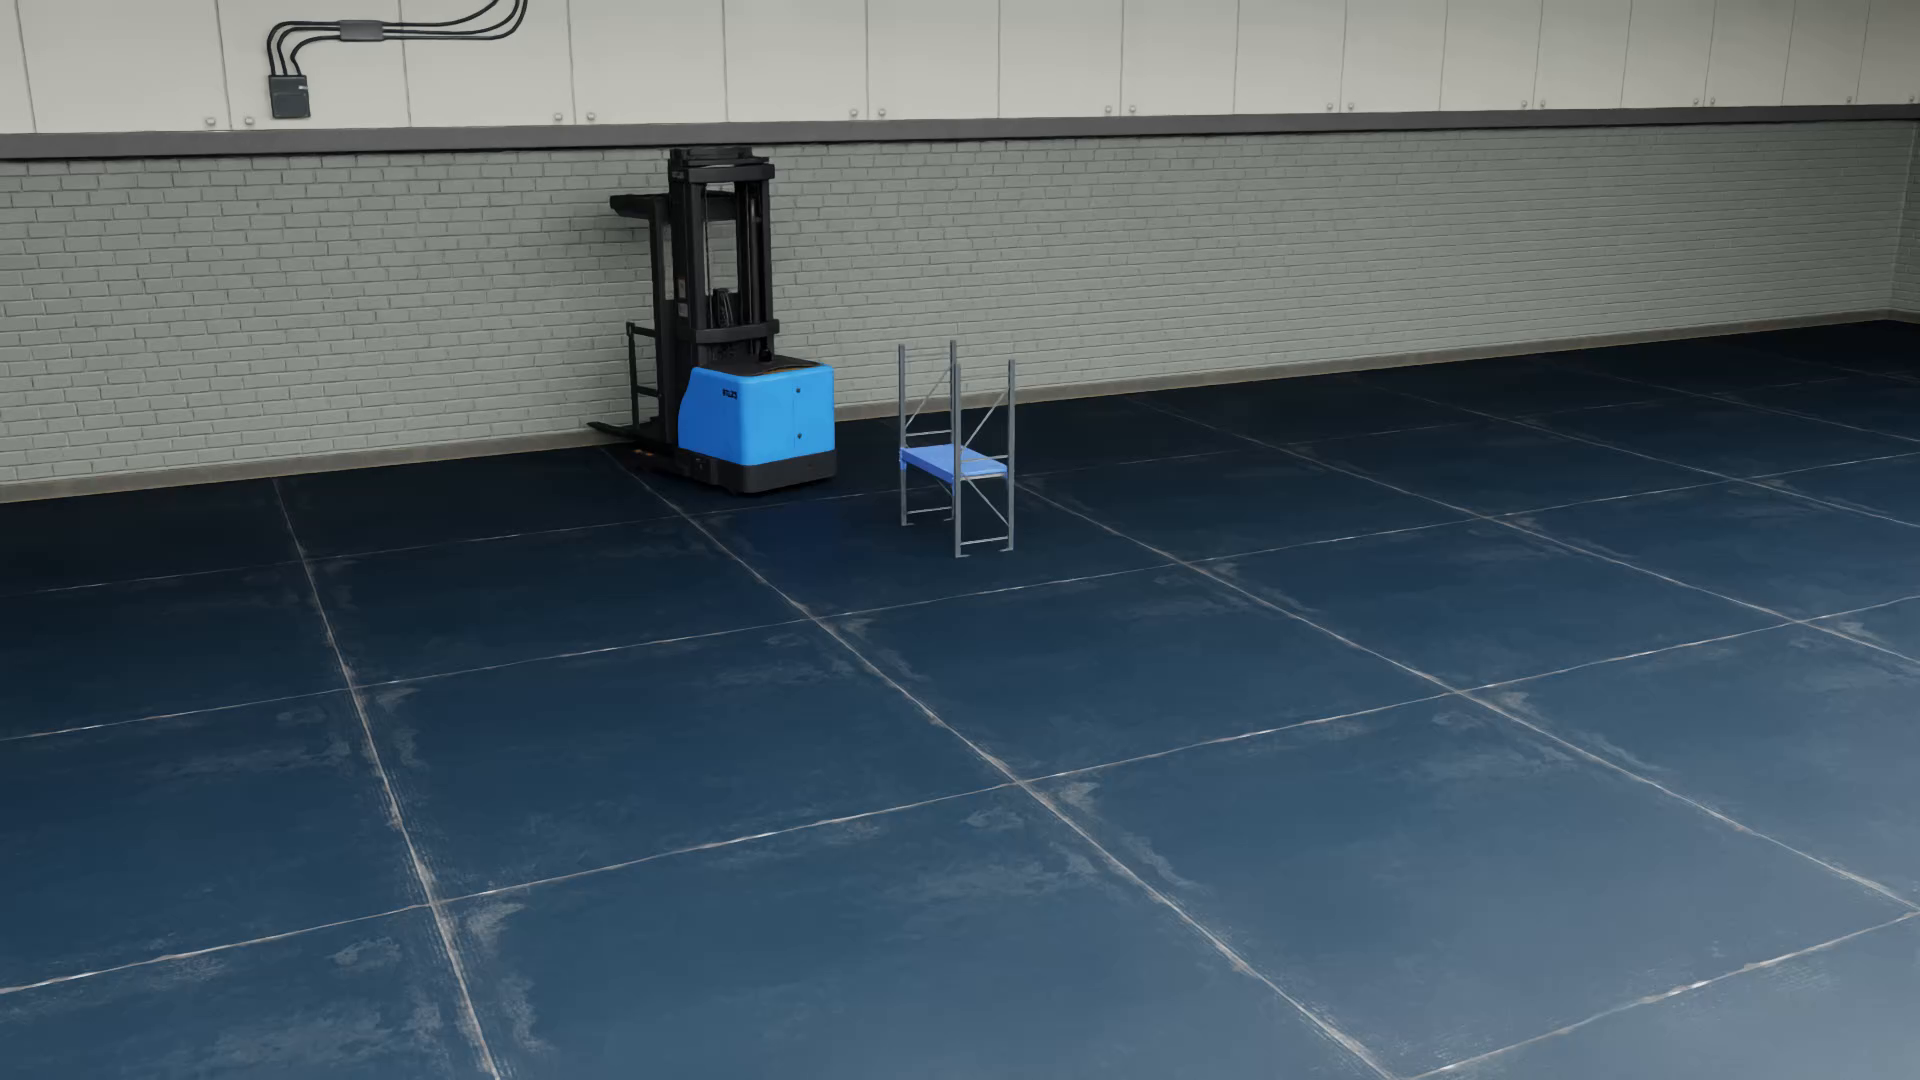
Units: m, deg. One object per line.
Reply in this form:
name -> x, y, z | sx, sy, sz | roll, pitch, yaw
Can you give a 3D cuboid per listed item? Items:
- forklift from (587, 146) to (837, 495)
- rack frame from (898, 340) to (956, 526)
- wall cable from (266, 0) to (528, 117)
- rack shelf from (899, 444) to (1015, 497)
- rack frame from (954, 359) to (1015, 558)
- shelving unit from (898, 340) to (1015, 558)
forklift -> -2.486, -2.139, 15.390 | 1.130, 2.935, 3.031 | -15, 21, -41
rack frame -> -0.260, -0.868, 13.557 | 0.500, 1.500, 0.032 | -8, 18, -25
wall cable -> -4.951, -6.711, 14.156 | 2.305, 6.003, 0.169 | -8, 18, -25
rack shelf -> -0.037, -0.569, 13.167 | 0.538, 0.185, 1.000 | -8, 18, -25
rack frame -> 0.185, -0.616, 12.678 | 0.500, 1.500, 0.032 | -8, 18, -25
shelving unit -> -0.037, -0.742, 13.117 | 0.538, 1.500, 1.048 | -8, 18, -25
